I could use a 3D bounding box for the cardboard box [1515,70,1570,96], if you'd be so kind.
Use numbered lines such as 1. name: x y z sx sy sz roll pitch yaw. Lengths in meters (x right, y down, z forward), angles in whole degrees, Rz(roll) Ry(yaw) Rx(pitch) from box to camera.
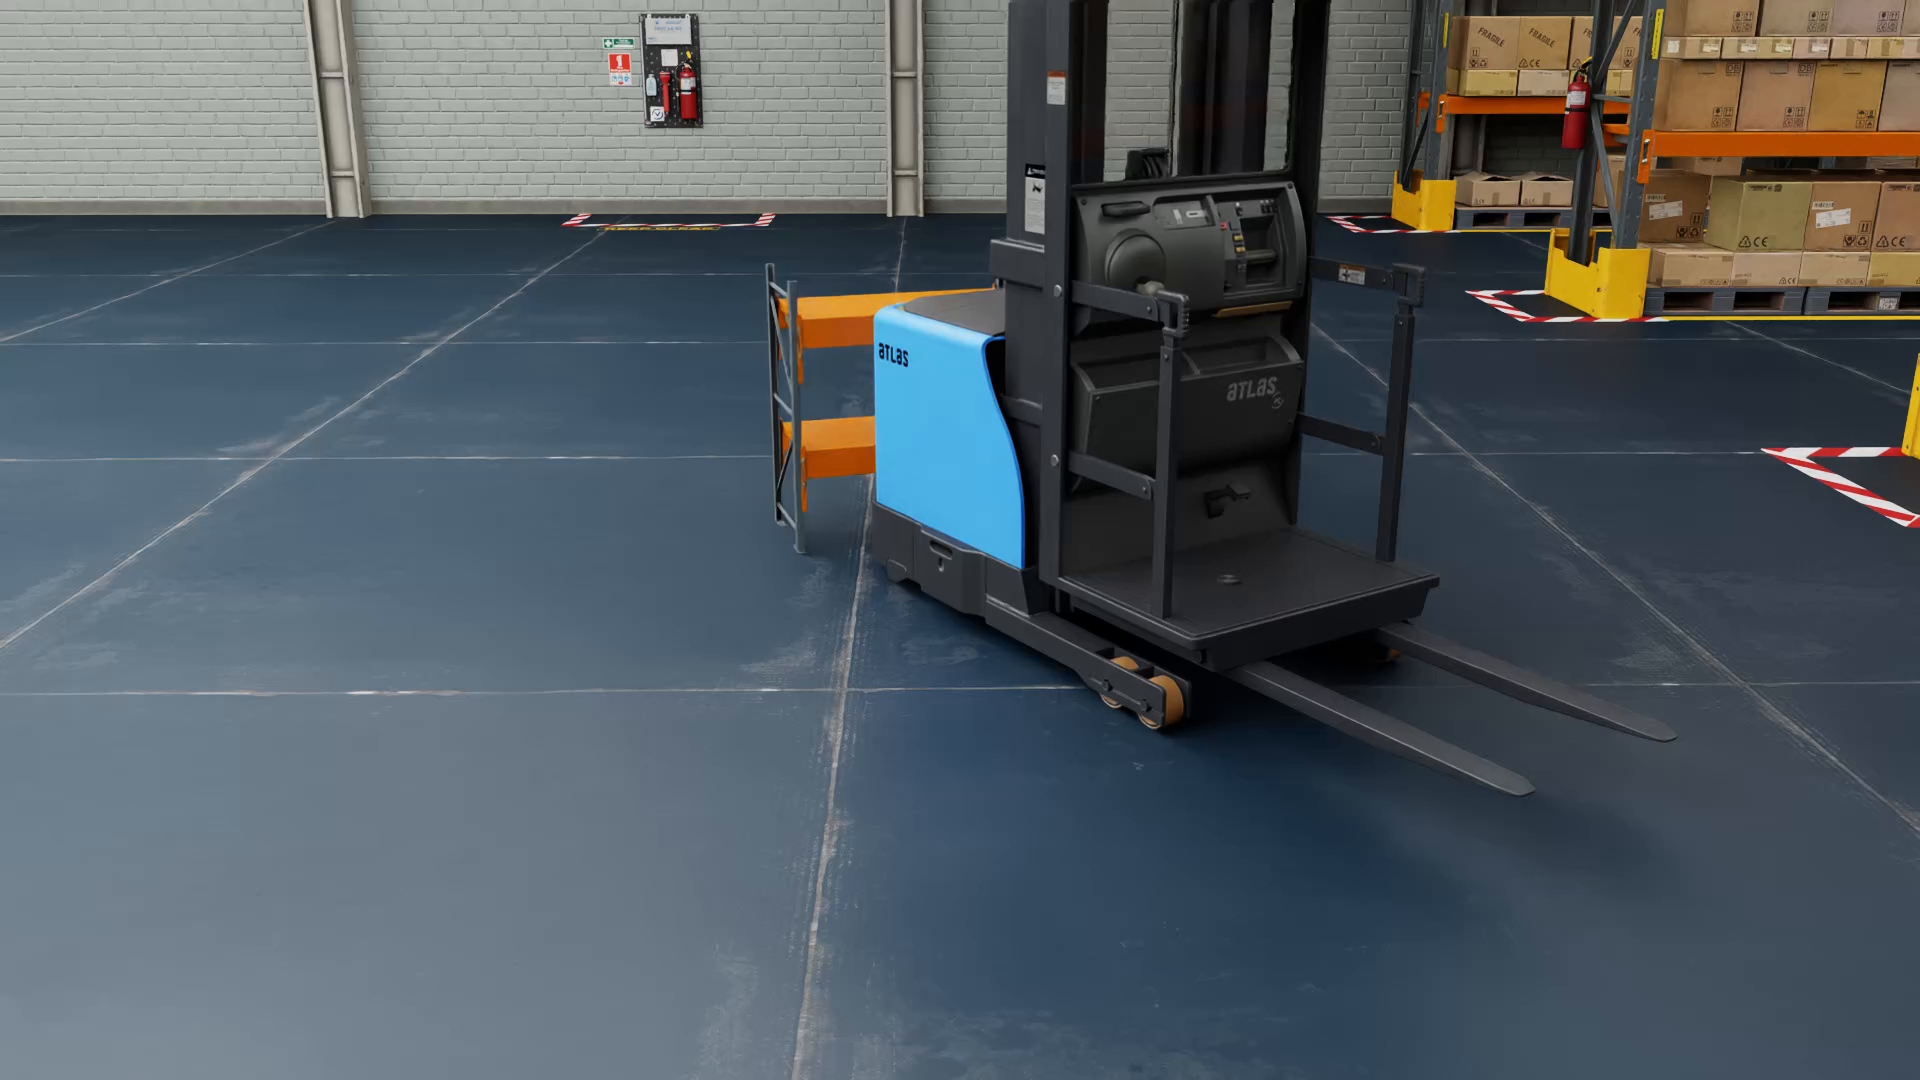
1. cardboard box: 5.735 -4.572 16.602 0.500 0.250 0.500 -1 18 -3

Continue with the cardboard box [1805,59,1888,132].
1. cardboard box: 6.294 -3.259 12.134 0.500 0.500 0.700 0 18 0

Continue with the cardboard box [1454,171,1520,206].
1. cardboard box: 5.417 -3.627 17.124 0.500 0.311 0.500 -2 18 -7

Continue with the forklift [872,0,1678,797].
1. forklift: 0.886 -0.968 5.268 1.130 2.935 3.031 -11 21 -32

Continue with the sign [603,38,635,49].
1. sign: -3.611 -5.256 17.594 0.331 0.109 0.001 0 18 -1

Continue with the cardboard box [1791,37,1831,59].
1. cardboard box: 5.967 -3.505 11.837 0.250 0.149 0.380 -1 18 -2

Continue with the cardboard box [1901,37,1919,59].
1. cardboard box: 6.738 -3.509 11.848 0.250 0.149 0.380 0 18 0

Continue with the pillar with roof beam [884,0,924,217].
1. pillar with roof beam: -0.522 -6.502 12.585 0.400 9.000 9.100 0 18 -1

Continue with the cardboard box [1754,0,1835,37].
1. cardboard box: 5.851 -3.877 11.935 0.500 0.500 0.700 -1 18 -2

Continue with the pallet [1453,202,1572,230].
1. pallet: 5.612 -3.387 17.262 1.213 0.211 1.003 0 18 -1

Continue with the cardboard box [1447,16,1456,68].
1. cardboard box: 5.191 -5.084 16.971 0.500 0.500 0.500 0 18 -1

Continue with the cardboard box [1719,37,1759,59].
1. cardboard box: 5.465 -3.503 11.833 0.250 0.149 0.380 -1 18 -2

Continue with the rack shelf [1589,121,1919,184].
1. rack shelf: 6.805 -2.876 12.280 4.000 0.370 1.077 0 18 -1

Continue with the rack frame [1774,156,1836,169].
1. rack frame: 8.723 -4.741 16.916 0.127 3.000 1.000 0 18 -1

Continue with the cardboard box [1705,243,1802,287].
1. cardboard box: 5.845 -2.038 12.303 0.500 0.250 0.500 0 18 -1

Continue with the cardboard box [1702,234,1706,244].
1. cardboard box: 5.837 -2.198 12.804 0.500 0.250 0.500 0 18 -1

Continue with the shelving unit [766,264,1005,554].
1. shelving unit: -0.242 -0.598 7.069 1.048 1.125 0.538 -5 19 -16

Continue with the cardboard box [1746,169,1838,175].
1. cardboard box: 6.336 -2.559 12.701 0.500 0.500 0.500 0 18 -1

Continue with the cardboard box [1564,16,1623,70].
1. cardboard box: 6.217 -4.927 16.482 0.500 0.500 0.500 -1 18 -3

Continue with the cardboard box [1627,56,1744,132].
1. cardboard box: 5.272 -3.255 12.119 0.500 0.500 0.700 0 18 -1

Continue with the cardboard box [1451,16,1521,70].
1. cardboard box: 5.205 -4.927 16.482 0.500 0.500 0.500 0 18 -1

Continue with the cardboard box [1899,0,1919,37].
1. cardboard box: 6.856 -3.882 11.951 0.500 0.500 0.700 0 18 -1

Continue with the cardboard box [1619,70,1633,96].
1. cardboard box: 6.750 -4.574 16.610 0.500 0.250 0.500 0 18 0

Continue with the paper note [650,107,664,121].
1. paper note: -3.239 -4.561 17.797 0.142 0.148 0.016 0 18 -1

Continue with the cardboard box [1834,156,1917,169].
1. cardboard box: 9.459 -3.769 17.258 0.500 0.500 0.700 0 18 1

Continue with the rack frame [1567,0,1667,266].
1. rack frame: 4.805 -3.209 12.140 0.127 3.000 1.000 0 18 -1

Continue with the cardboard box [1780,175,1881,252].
1. cardboard box: 6.345 -2.400 12.206 0.500 0.500 0.500 0 18 -1

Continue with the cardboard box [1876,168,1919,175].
1. cardboard box: 7.336 -2.564 12.717 0.500 0.500 0.500 0 18 -1

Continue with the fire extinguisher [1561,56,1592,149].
1. fire extinguisher: 4.680 -3.313 12.592 0.183 0.674 0.296 0 18 -1

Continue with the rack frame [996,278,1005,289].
1. rack frame: 0.243 -0.643 7.211 0.032 1.125 0.500 -5 19 -16

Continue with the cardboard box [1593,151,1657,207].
1. cardboard box: 6.721 -3.708 17.067 0.500 0.500 0.700 -1 18 -4

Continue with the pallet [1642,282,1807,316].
1. pallet: 5.569 -1.898 12.617 1.213 0.211 1.003 0 18 -1

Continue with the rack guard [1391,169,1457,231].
1. rack guard: 4.799 -3.532 17.239 0.348 0.500 1.175 0 18 -1

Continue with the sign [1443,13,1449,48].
1. sign: 4.732 -4.968 16.207 0.005 0.325 0.100 0 18 -1

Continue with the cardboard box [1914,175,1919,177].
1. cardboard box: 7.345 -2.404 12.218 0.500 0.500 0.500 0 18 -1

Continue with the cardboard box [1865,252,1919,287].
1. cardboard box: 6.845 -2.041 12.313 0.500 0.250 0.500 0 18 -1

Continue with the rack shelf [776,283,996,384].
1. rack shelf: -0.242 -0.876 6.979 1.000 0.278 0.538 -5 19 -16
